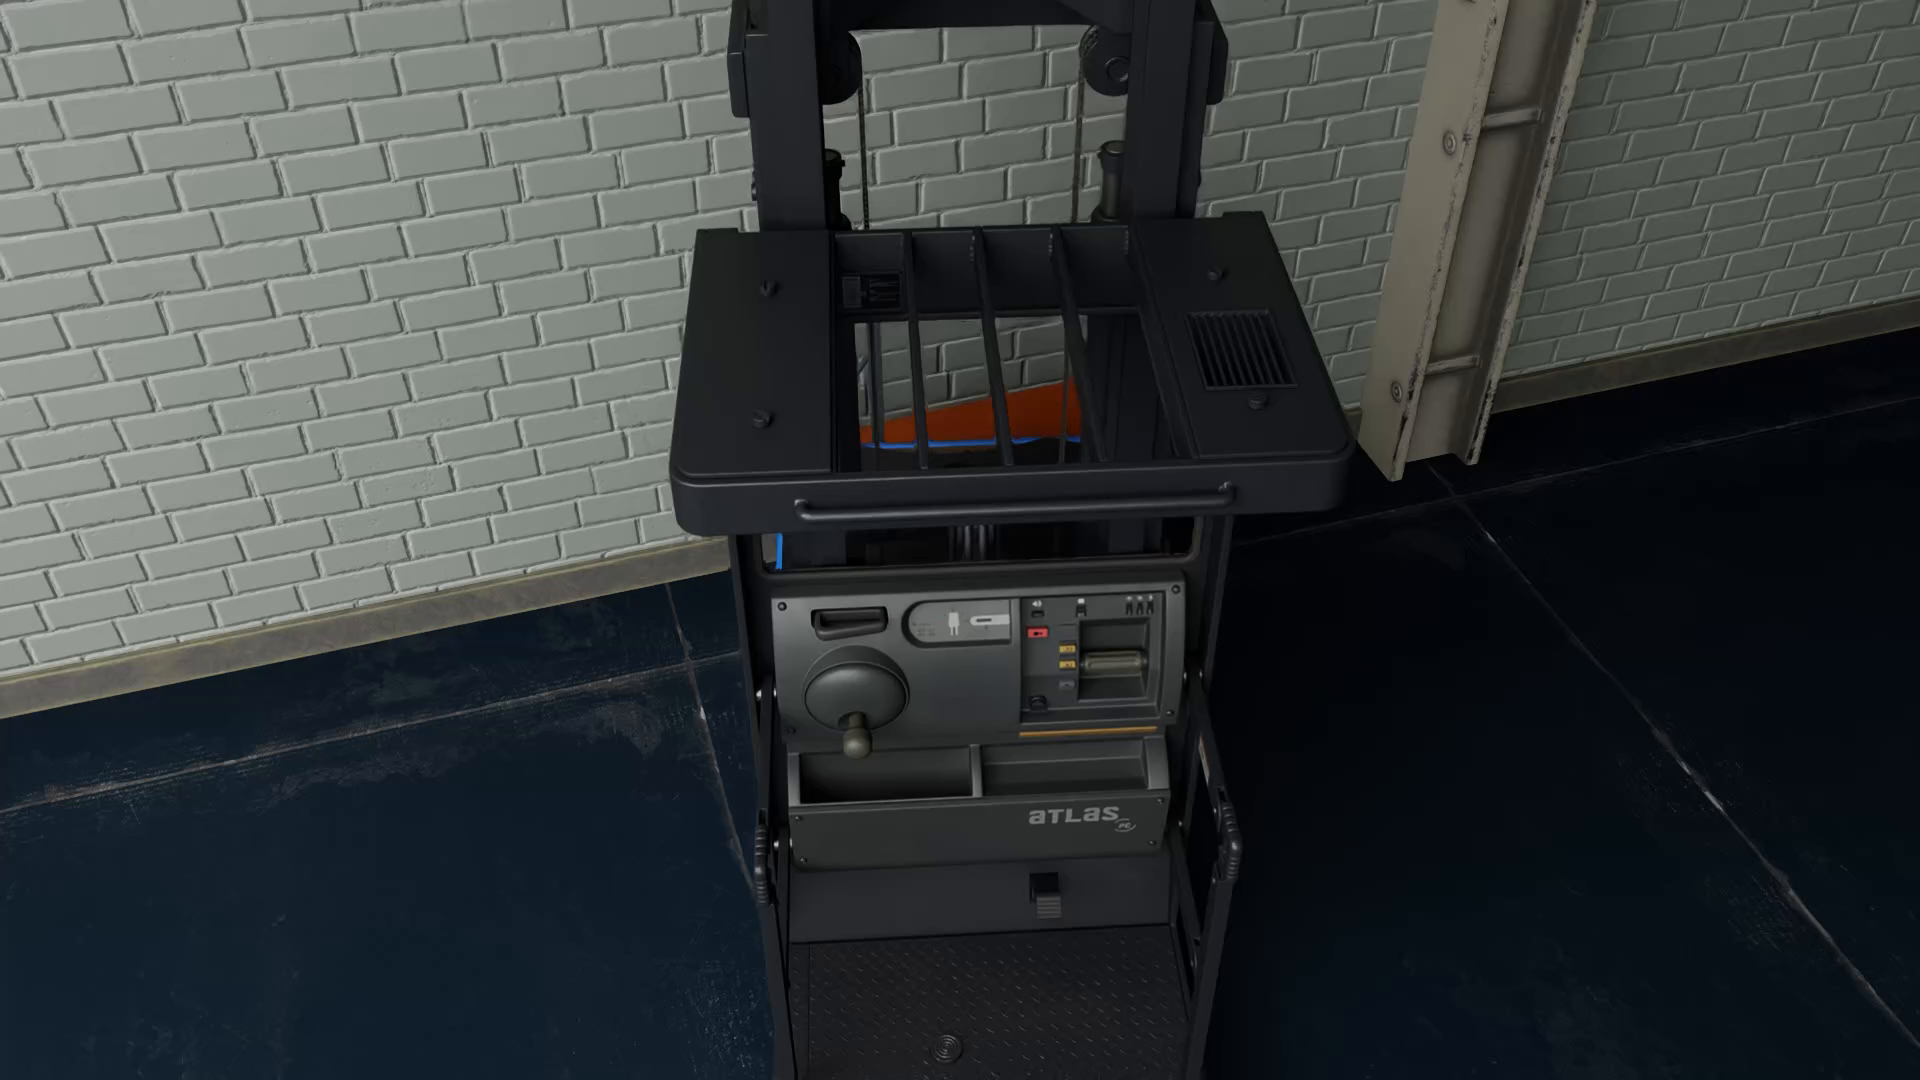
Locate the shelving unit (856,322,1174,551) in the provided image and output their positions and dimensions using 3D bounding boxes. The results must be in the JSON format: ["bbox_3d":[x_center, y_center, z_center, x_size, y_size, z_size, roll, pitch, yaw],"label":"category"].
[{"bbox_3d":[0.136,-0.407,5.575,1.083,1.500,0.587,-14,43,-15],"label":"shelving unit"}]

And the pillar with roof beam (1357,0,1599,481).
[{"bbox_3d":[3.120,-1.051,0.614,0.400,9.000,9.100,-12,42,-13],"label":"pillar with roof beam"}]

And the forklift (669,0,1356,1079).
[{"bbox_3d":[0.062,0.364,3.606,1.130,2.935,3.031,-2,41,-3],"label":"forklift"}]

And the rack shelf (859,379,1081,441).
[{"bbox_3d":[0.145,-0.273,5.696,1.000,0.185,0.538,-14,43,-15],"label":"rack shelf"}]

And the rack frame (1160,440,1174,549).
[{"bbox_3d":[0.622,-0.525,5.711,0.032,1.500,0.500,-14,43,-15],"label":"rack frame"}]

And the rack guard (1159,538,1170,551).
[{"bbox_3d":[0.603,-0.050,6.117,0.087,0.250,0.587,-14,43,-15],"label":"rack guard"}]

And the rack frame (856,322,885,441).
[{"bbox_3d":[-0.332,-0.292,5.445,0.032,1.500,0.500,-14,43,-15],"label":"rack frame"}]
